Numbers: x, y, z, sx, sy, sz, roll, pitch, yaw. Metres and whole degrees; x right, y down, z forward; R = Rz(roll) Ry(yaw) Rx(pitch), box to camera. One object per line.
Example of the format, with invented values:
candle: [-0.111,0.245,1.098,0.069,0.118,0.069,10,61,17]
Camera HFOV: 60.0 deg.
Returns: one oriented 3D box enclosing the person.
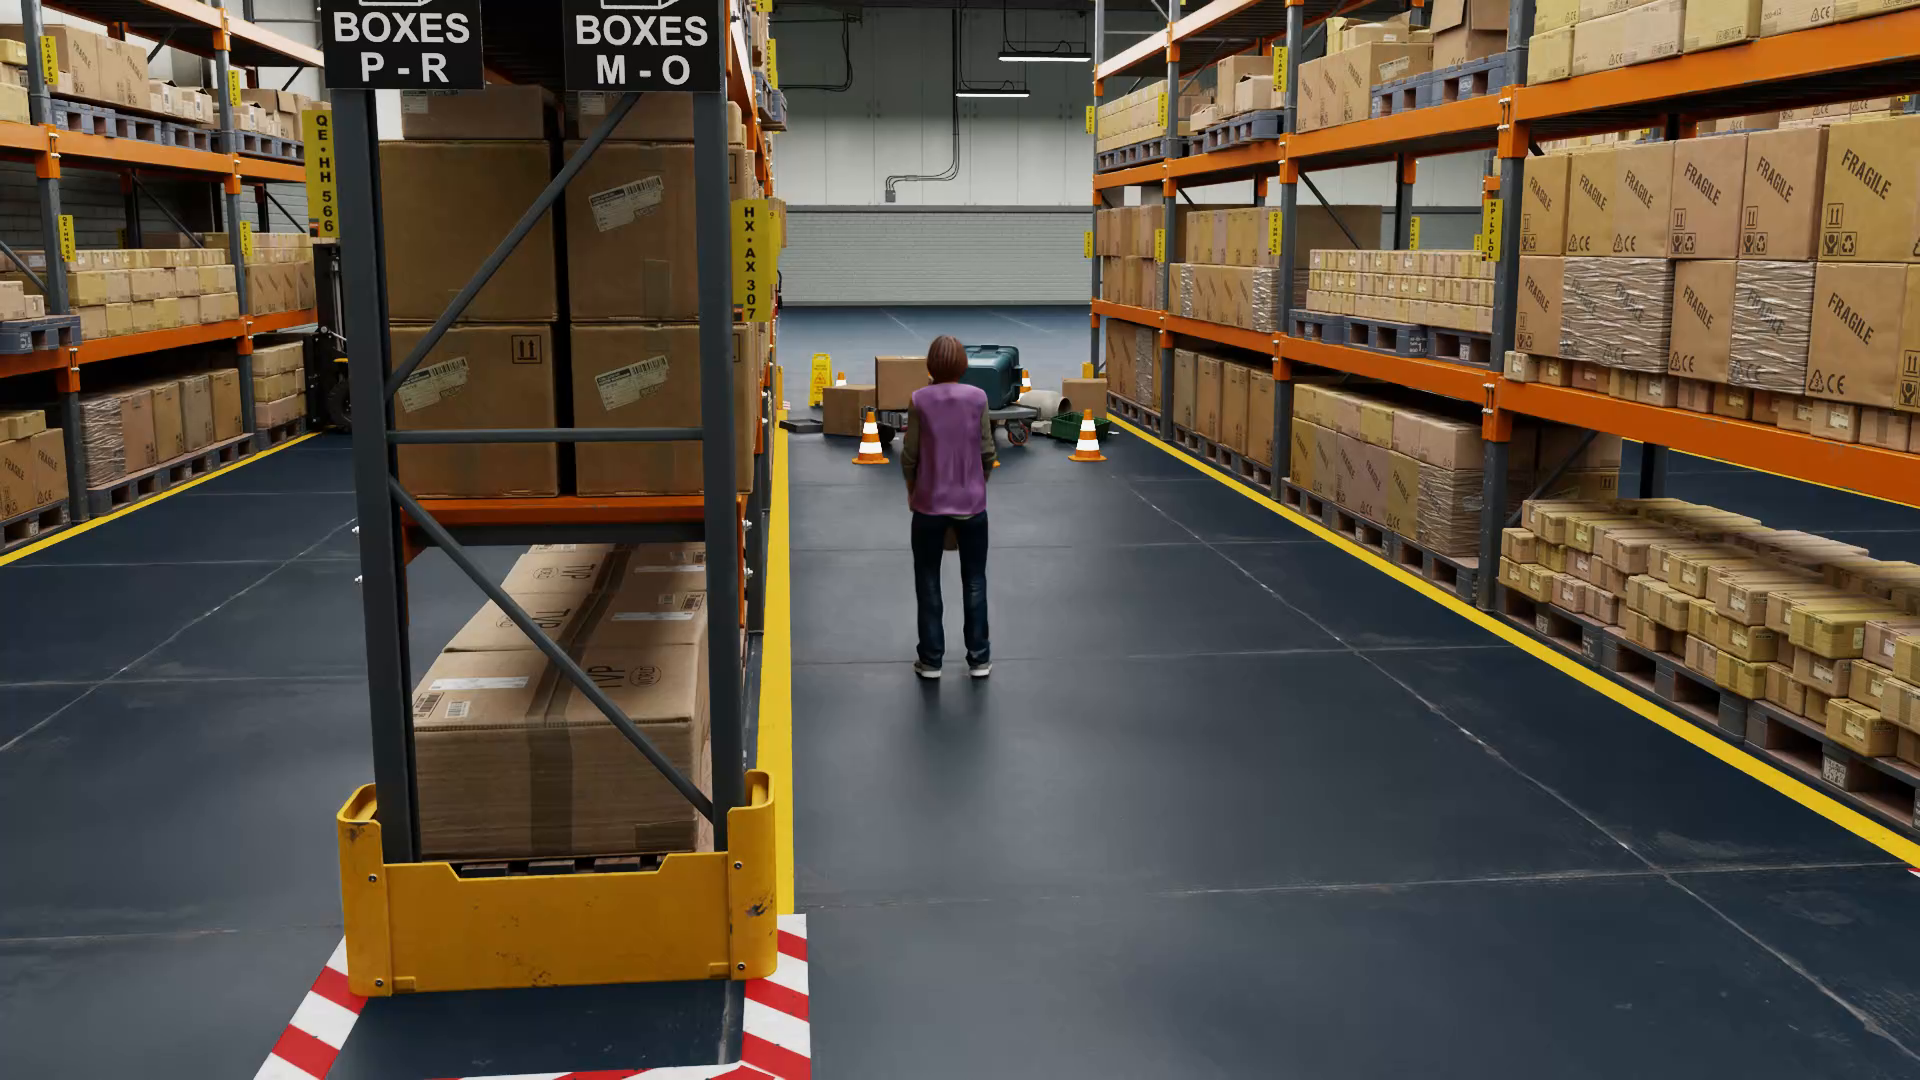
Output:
person: [-0.054,-0.151,7.751,0.445,1.602,0.371,-1,10,-7]
